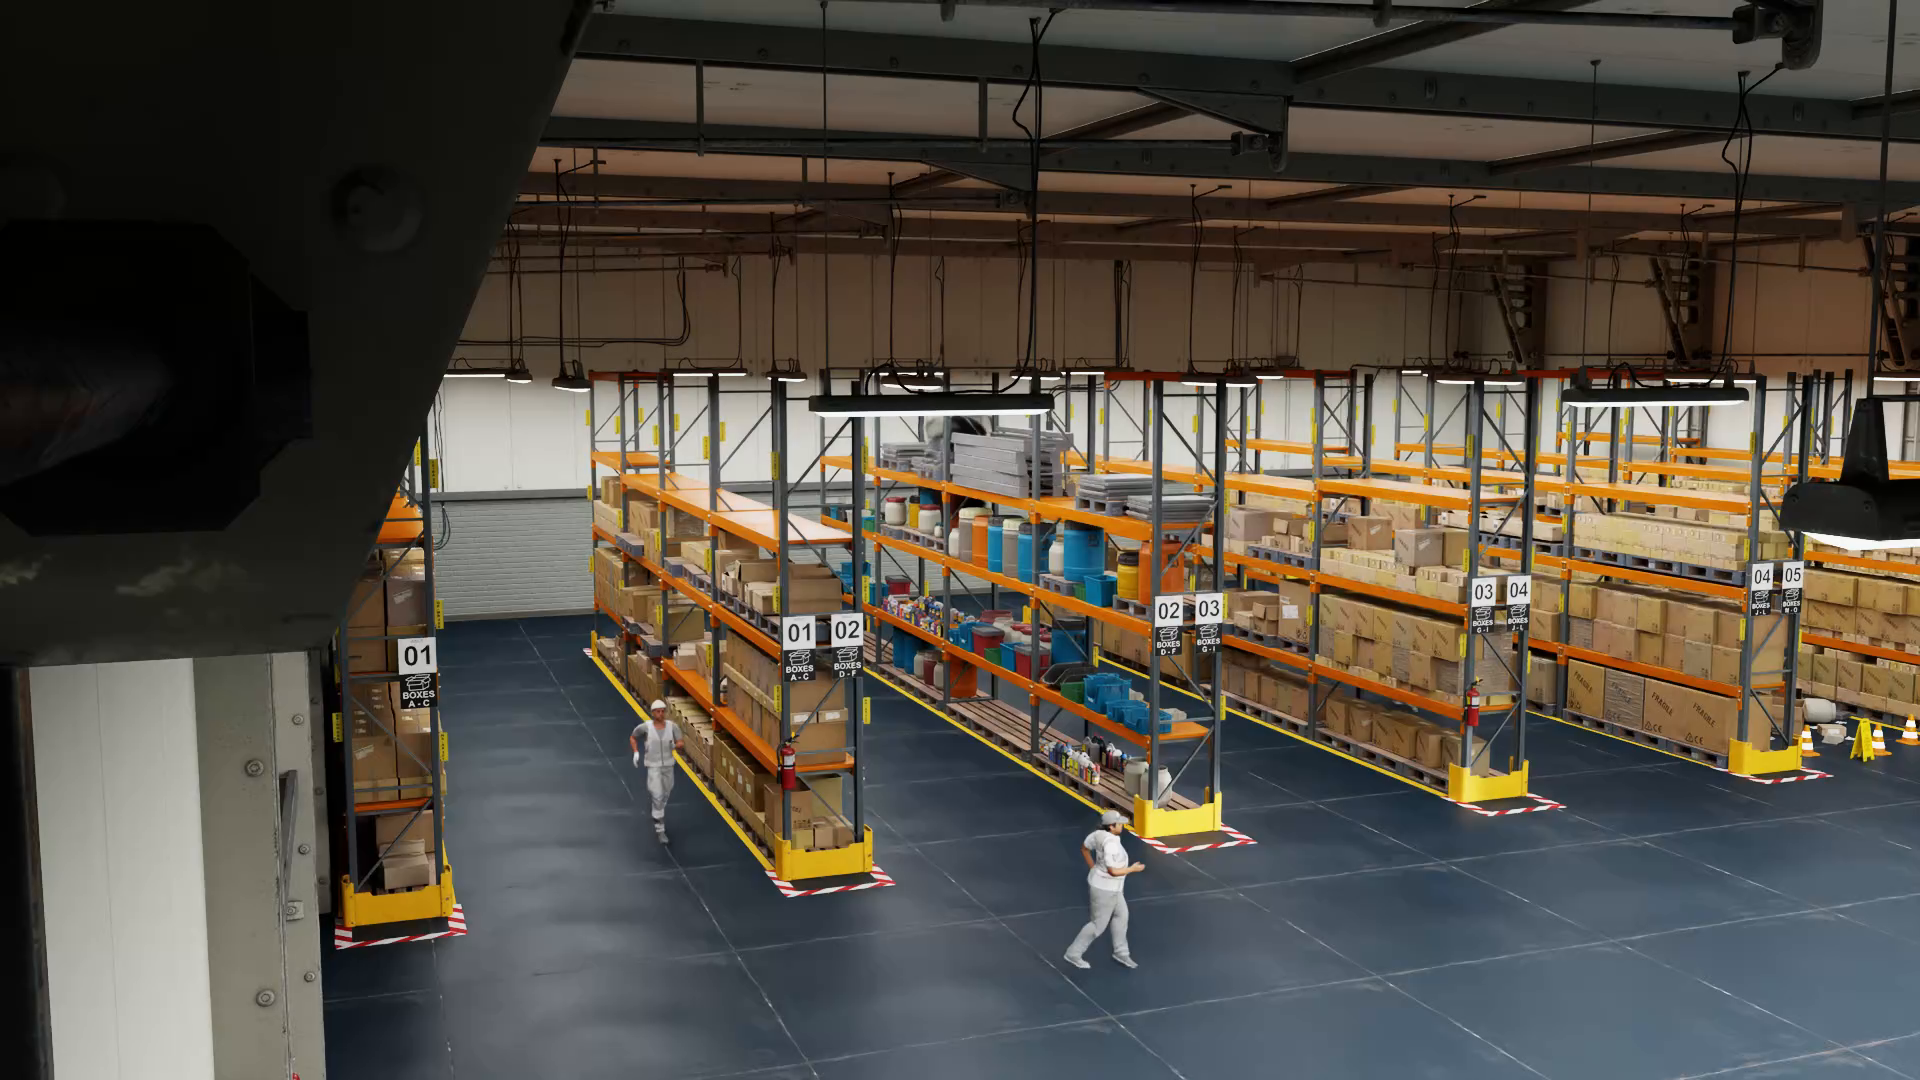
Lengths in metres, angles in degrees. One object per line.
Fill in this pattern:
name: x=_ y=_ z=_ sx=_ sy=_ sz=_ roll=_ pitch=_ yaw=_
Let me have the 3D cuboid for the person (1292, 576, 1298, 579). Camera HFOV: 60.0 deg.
person: x=7.047 y=1.584 z=34.789 sx=0.672 sy=1.824 sz=0.762 roll=-2 pitch=7 yaw=-18

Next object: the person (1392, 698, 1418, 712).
person: x=7.978 y=2.201 z=29.618 sx=0.602 sy=1.670 sz=0.794 roll=-3 pitch=7 yaw=-28

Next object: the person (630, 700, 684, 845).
person: x=-3.941 y=2.990 z=21.794 sx=0.656 sy=1.814 sz=0.918 roll=-3 pitch=7 yaw=-28

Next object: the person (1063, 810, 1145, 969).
person: x=1.475 y=3.618 z=17.066 sx=0.836 sy=1.716 sz=0.551 roll=0 pitch=6 yaw=-2

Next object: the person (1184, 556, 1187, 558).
person: x=5.309 y=0.963 z=40.763 sx=0.875 sy=1.668 sz=0.691 roll=-5 pitch=8 yaw=-40
